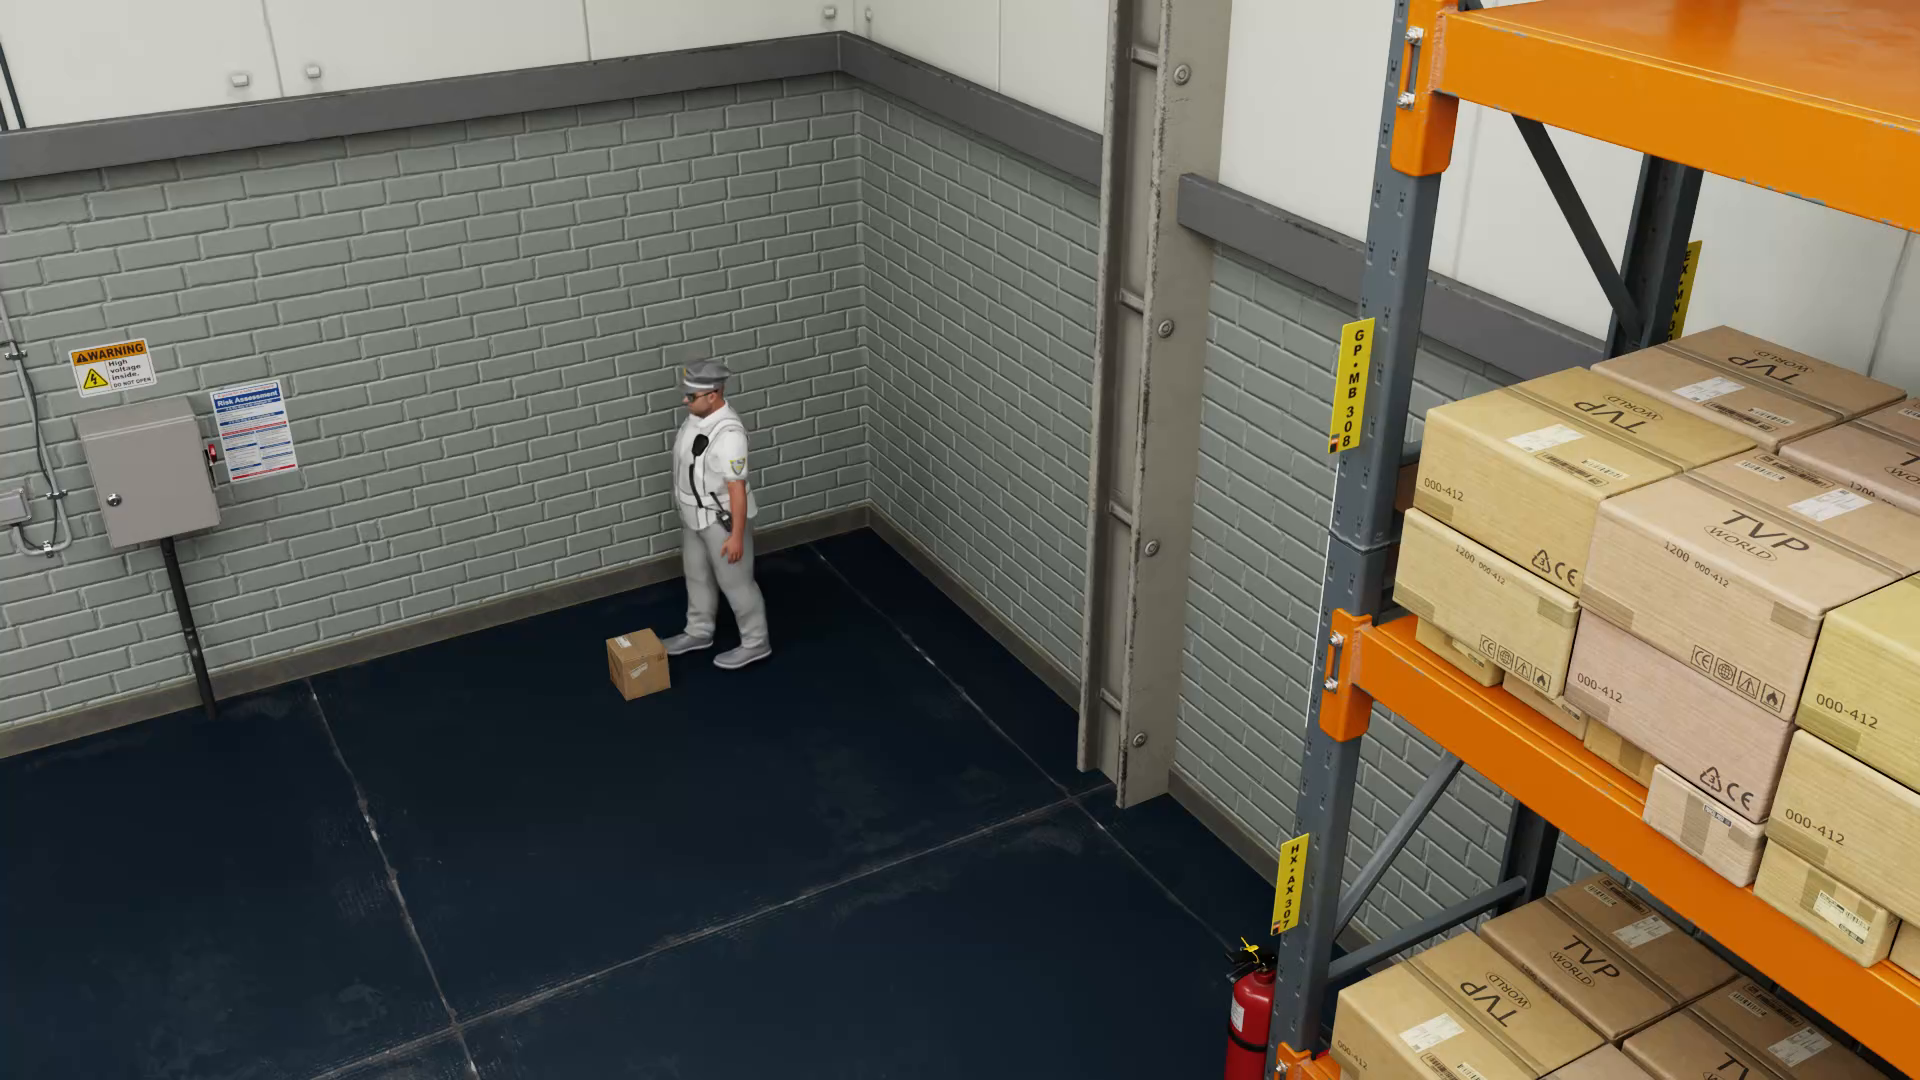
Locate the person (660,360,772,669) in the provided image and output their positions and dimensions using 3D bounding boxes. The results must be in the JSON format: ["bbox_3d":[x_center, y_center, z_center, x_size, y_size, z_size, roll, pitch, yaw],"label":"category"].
[{"bbox_3d":[-1.344,-0.114,8.739,0.554,1.750,0.561,-16,33,-26],"label":"person"}]
